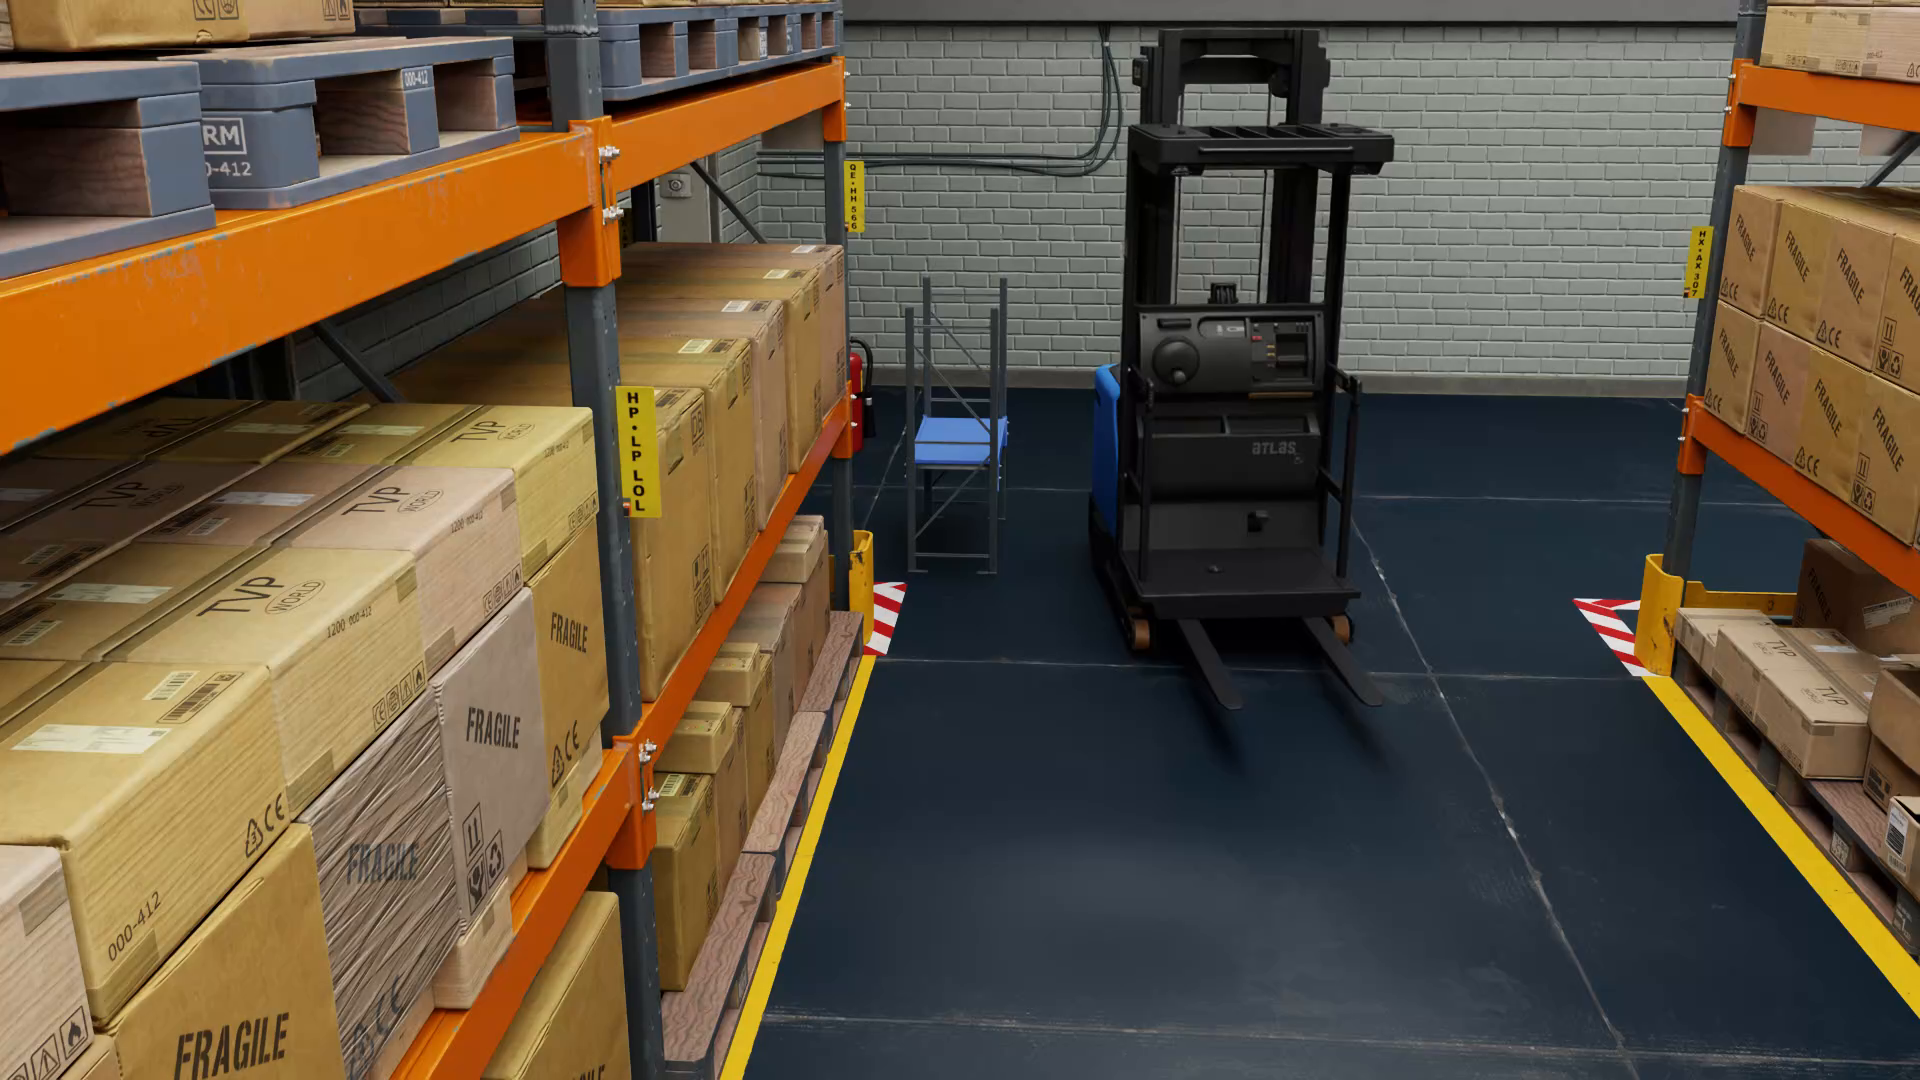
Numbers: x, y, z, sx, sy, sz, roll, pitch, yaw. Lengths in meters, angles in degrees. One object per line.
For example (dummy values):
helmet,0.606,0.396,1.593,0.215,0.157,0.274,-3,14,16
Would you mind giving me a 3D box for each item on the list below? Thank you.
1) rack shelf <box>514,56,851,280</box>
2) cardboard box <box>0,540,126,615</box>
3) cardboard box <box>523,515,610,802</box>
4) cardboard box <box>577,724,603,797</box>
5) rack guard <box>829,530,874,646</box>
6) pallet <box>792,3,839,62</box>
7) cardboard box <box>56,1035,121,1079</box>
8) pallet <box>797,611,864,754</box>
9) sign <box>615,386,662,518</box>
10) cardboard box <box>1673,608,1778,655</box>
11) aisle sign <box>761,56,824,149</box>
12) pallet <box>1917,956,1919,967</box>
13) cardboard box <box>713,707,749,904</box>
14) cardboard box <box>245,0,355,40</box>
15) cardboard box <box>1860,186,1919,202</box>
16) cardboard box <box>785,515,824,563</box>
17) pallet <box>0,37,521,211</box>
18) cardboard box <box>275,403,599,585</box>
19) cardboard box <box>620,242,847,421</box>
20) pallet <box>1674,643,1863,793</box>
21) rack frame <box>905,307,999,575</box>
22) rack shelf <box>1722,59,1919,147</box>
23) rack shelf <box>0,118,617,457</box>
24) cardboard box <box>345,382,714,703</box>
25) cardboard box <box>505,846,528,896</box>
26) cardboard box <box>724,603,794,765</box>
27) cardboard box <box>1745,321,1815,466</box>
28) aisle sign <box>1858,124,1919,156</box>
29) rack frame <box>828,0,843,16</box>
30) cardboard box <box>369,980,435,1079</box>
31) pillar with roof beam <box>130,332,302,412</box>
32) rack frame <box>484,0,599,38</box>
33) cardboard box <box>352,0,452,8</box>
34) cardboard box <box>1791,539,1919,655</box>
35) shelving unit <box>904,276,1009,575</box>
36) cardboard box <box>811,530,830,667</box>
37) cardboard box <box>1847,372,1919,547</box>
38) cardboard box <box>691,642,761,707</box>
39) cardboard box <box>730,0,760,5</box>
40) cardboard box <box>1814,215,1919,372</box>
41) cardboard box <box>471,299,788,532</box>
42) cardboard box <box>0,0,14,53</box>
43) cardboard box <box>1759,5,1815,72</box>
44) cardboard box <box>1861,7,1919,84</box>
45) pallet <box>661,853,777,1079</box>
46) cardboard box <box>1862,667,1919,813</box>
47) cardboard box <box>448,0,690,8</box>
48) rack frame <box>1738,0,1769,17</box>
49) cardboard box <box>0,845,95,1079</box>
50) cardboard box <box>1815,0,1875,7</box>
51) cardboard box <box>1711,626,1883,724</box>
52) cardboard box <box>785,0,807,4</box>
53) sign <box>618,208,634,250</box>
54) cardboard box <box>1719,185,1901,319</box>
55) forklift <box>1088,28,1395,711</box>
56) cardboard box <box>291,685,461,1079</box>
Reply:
rack shelf,-1.178,-1.412,5.754,1.077,0.370,4.000,1,18,4
cardboard box,-1.676,0.193,2.641,0.500,0.250,0.500,1,18,2
cardboard box,-1.103,0.243,3.693,0.500,0.500,0.500,1,18,3
cardboard box,-1.063,0.514,3.909,0.380,0.149,0.250,1,18,4
rack guard,-1.033,0.231,8.416,1.175,0.500,0.348,1,18,4
pallet,-1.077,-2.102,6.847,1.003,0.211,1.213,1,18,4
cardboard box,-1.235,0.875,1.766,0.500,0.500,0.500,1,18,4
pallet,-1.014,0.625,7.675,1.003,0.211,1.213,1,18,4
sign,-0.780,-0.211,4.017,0.100,0.325,0.005,1,18,4
cardboard box,3.534,0.428,7.672,0.380,0.149,0.250,1,18,4
aisle sign,-0.730,-2.201,7.647,0.394,0.787,0.004,1,18,4
pallet,3.670,1.514,4.964,1.003,0.211,1.213,1,18,4
cardboard box,-1.126,0.895,5.715,0.700,0.500,0.500,1,18,3
cardboard box,-1.494,-1.119,2.835,0.700,0.500,0.500,0,18,1
cardboard box,4.149,-1.219,7.059,0.500,0.500,0.500,1,18,3
cardboard box,-0.813,-0.006,7.423,0.380,0.149,0.250,1,18,3
pallet,-1.338,-0.756,2.903,0.805,0.209,1.217,1,18,2
cardboard box,-1.100,-0.111,3.571,0.500,0.250,0.500,2,18,5
cardboard box,-1.061,-0.934,7.474,0.980,0.700,0.700,2,18,6
pallet,3.845,0.756,7.277,1.003,0.211,1.213,1,18,4
rack frame,-0.043,-0.528,9.127,0.500,1.500,0.032,1,18,4
rack shelf,3.763,-1.303,5.420,1.077,0.370,4.000,1,18,4
rack shelf,-1.465,-0.170,1.962,1.077,0.370,4.000,1,18,4
cardboard box,-1.266,-0.018,4.679,0.980,0.700,0.700,2,18,5
cardboard box,-1.121,0.672,3.426,0.380,0.149,0.250,2,18,6
cardboard box,-1.056,0.570,6.707,0.700,0.500,0.500,1,18,2
cardboard box,3.580,-0.596,6.763,0.500,0.500,0.500,1,18,3
aisle sign,4.217,-2.090,7.309,0.394,0.787,0.004,1,18,4
rack frame,-1.035,-3.801,7.070,1.000,3.000,0.127,1,18,4
cardboard box,-1.165,0.830,2.944,0.380,0.149,0.250,1,18,4
pillar with roof beam,2.160,-2.699,3.708,9.100,9.000,0.400,1,18,4
rack frame,-1.321,-2.558,3.279,1.000,3.000,0.127,1,18,4
cardboard box,-1.506,-1.526,4.353,0.500,0.250,0.500,1,18,4
cardboard box,4.113,0.313,7.459,0.500,0.500,0.500,1,18,4
shelving unit,-0.006,-0.686,9.609,0.538,1.500,1.048,1,18,4
cardboard box,-0.985,0.258,7.658,0.700,0.500,0.500,1,18,4
cardboard box,3.504,-0.285,5.814,0.500,0.500,0.500,2,18,5
cardboard box,-0.922,0.478,5.945,0.380,0.149,0.250,1,18,2
cardboard box,-0.929,-1.835,5.294,0.500,0.250,0.500,1,18,2
cardboard box,3.541,-0.913,6.127,0.500,0.500,0.500,2,18,5
cardboard box,-1.166,-0.471,6.061,0.980,0.700,0.700,0,18,1
cardboard box,-1.569,-0.790,1.833,0.700,0.500,0.500,1,18,4
cardboard box,3.616,-2.041,6.757,0.500,0.250,0.500,1,18,4
cardboard box,3.533,-1.730,5.810,0.500,0.250,0.500,1,18,4
pallet,-1.189,1.383,5.363,1.003,0.211,1.213,1,18,4
cardboard box,3.749,0.796,5.980,0.797,0.503,0.637,1,18,4
cardboard box,-1.009,-1.517,4.325,0.500,0.250,0.500,1,18,4
rack frame,3.906,-3.691,6.736,1.000,3.000,0.127,1,18,4
cardboard box,-1.249,0.523,1.636,0.500,0.250,0.500,1,18,4
cardboard box,3.567,-2.123,6.206,0.500,0.250,0.500,1,18,4
cardboard box,3.549,0.575,7.060,0.500,0.250,0.500,1,18,4
cardboard box,-0.859,-2.156,6.274,0.500,0.250,0.500,1,18,2
sign,-1.588,-1.413,7.901,0.100,0.325,0.005,1,18,4
cardboard box,3.612,-1.231,7.097,0.500,0.500,0.500,2,18,6
forklift,1.371,-0.943,8.093,1.130,2.935,3.031,-1,18,-3
cardboard box,-1.174,0.558,2.733,0.500,0.500,0.500,1,18,4
